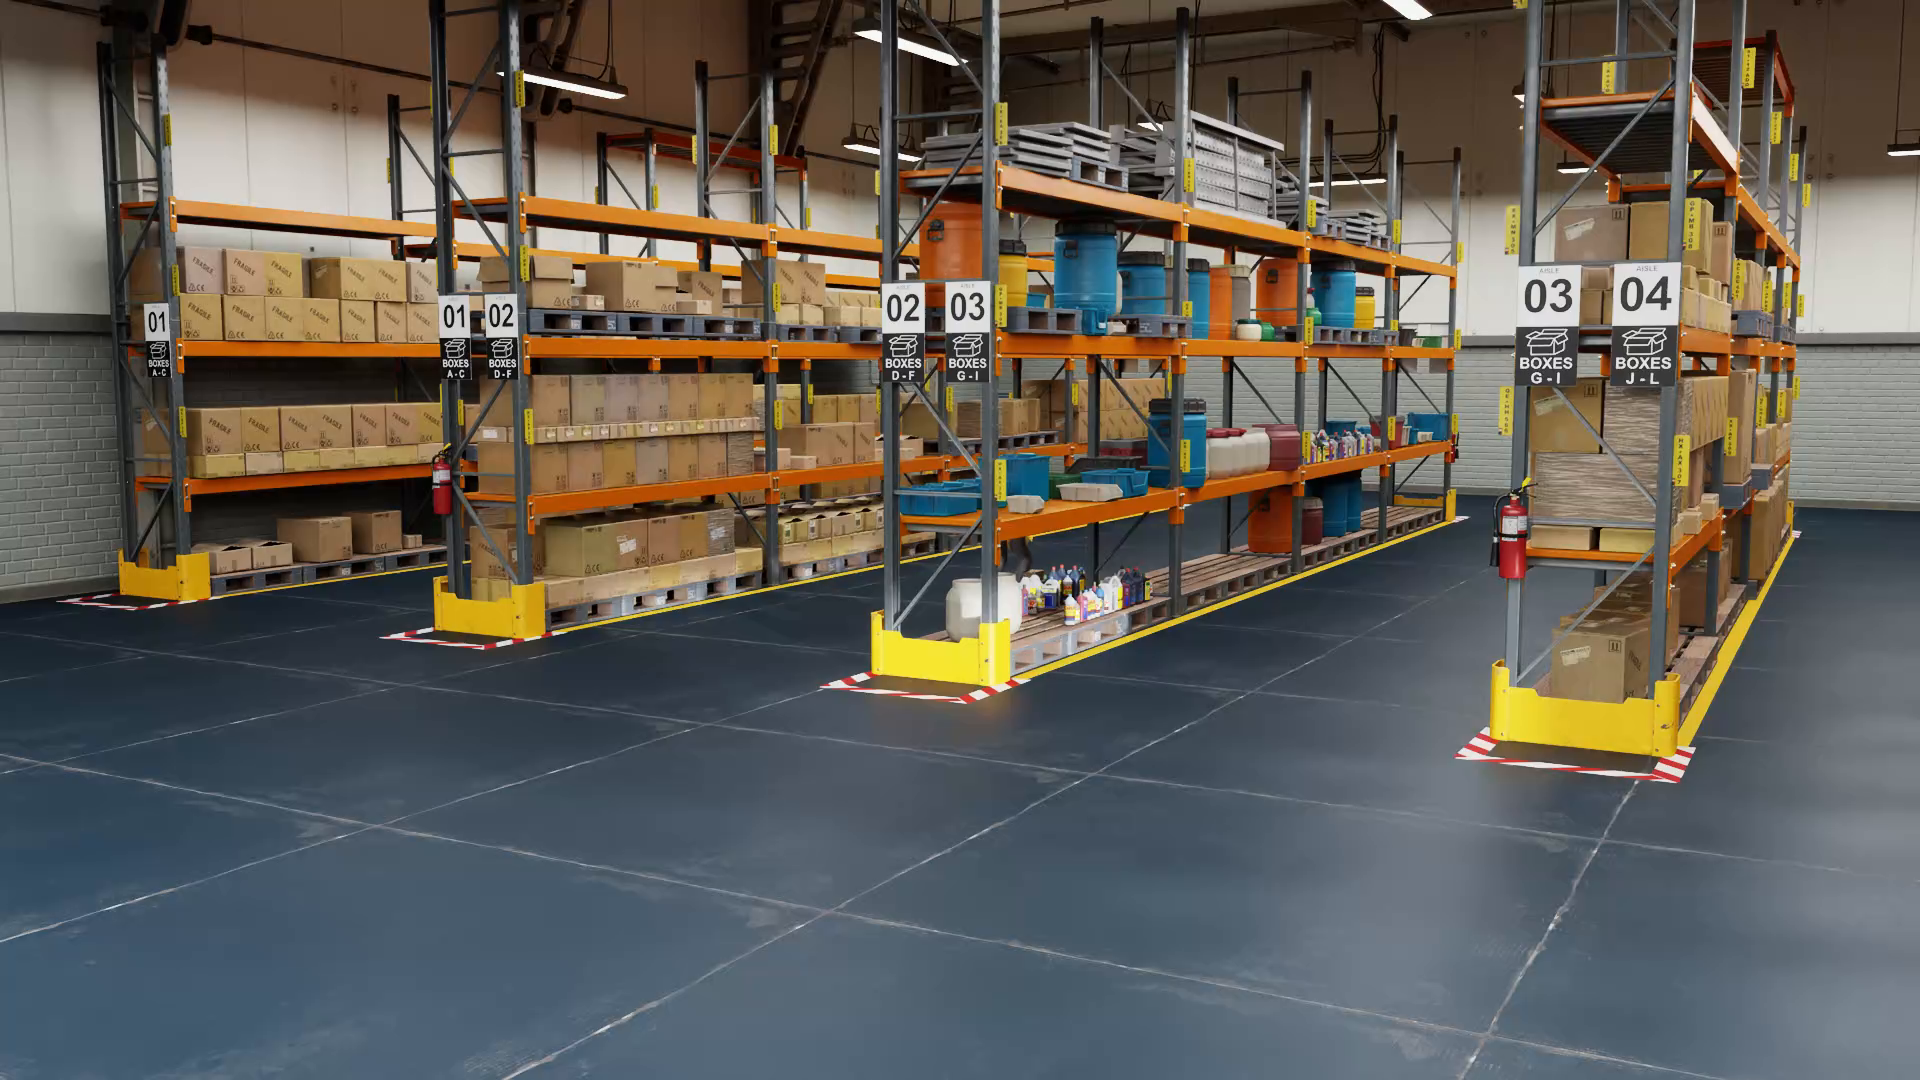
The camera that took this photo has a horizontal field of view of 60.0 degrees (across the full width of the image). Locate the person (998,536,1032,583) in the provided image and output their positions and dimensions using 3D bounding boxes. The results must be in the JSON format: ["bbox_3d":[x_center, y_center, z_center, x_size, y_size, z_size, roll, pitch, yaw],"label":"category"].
[{"bbox_3d":[0.528,-0.086,18.187,0.490,1.464,0.556,3,7,29],"label":"person"}]
